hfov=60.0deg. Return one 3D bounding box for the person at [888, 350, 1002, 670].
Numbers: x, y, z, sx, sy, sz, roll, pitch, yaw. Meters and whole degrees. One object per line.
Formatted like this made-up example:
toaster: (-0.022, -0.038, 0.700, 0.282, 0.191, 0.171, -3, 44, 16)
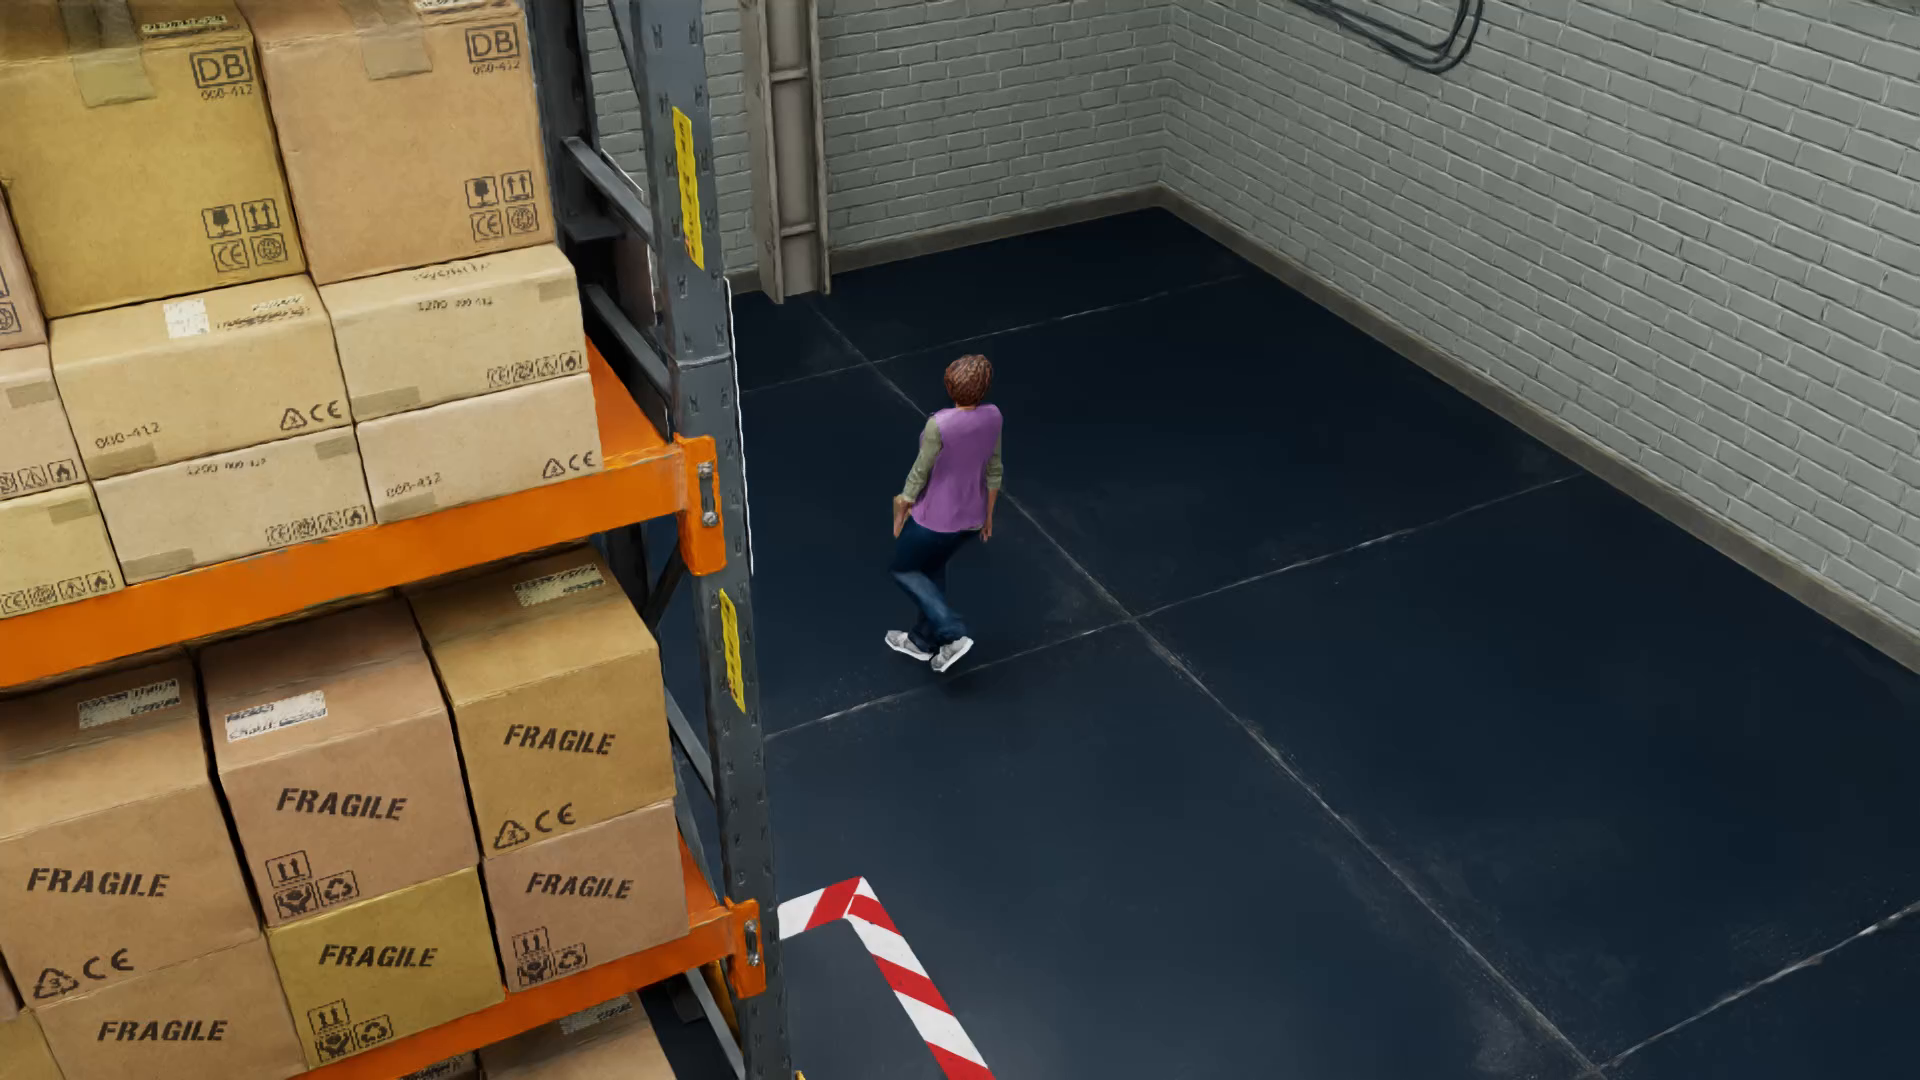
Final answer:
person: (-0.047, -0.093, 7.358, 0.465, 1.515, 0.527, -20, 39, -28)
